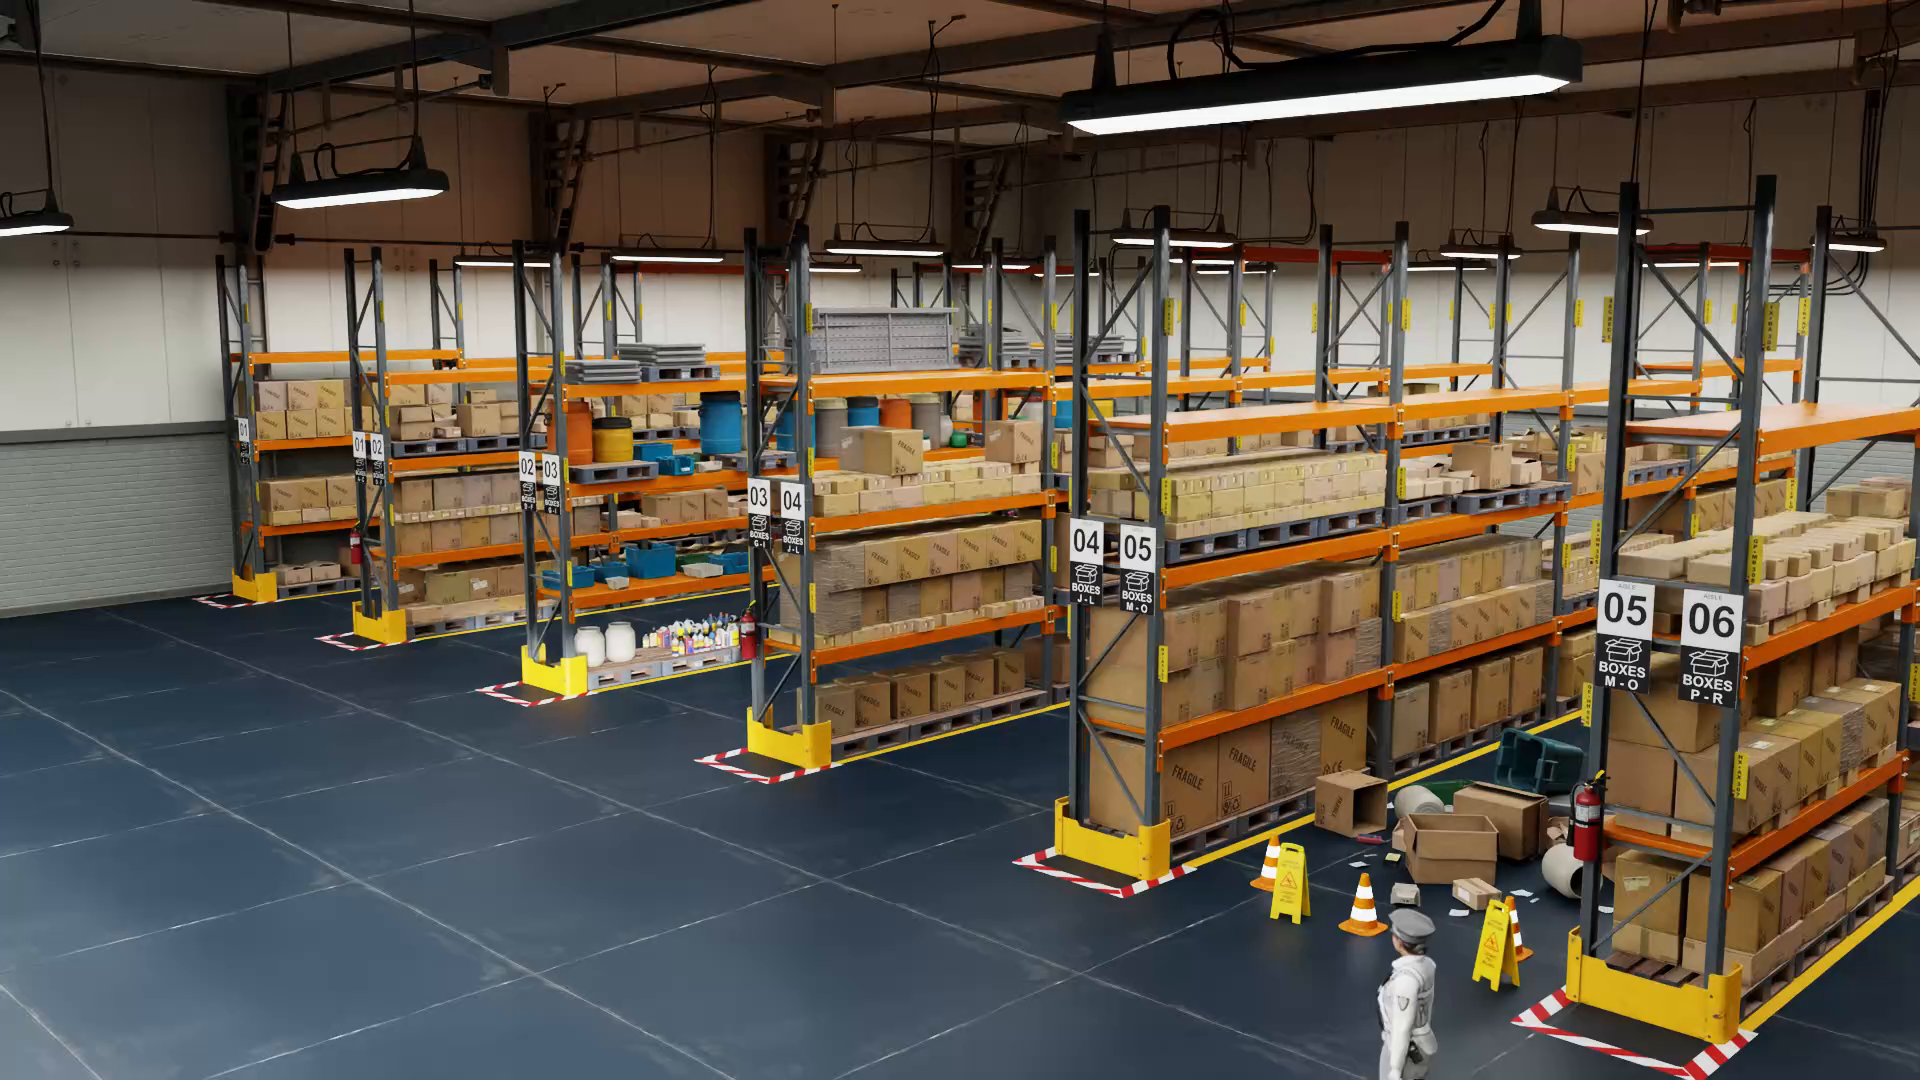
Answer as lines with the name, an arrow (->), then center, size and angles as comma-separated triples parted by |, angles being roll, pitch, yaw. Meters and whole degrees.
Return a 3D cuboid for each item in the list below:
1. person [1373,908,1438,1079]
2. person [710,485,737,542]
person -> 2.614, 2.972, 9.627 | 0.484, 1.677, 0.436 | 0, 8, -3
person -> -4.588, -0.235, 32.536 | 0.647, 1.697, 0.514 | -2, 8, -11
